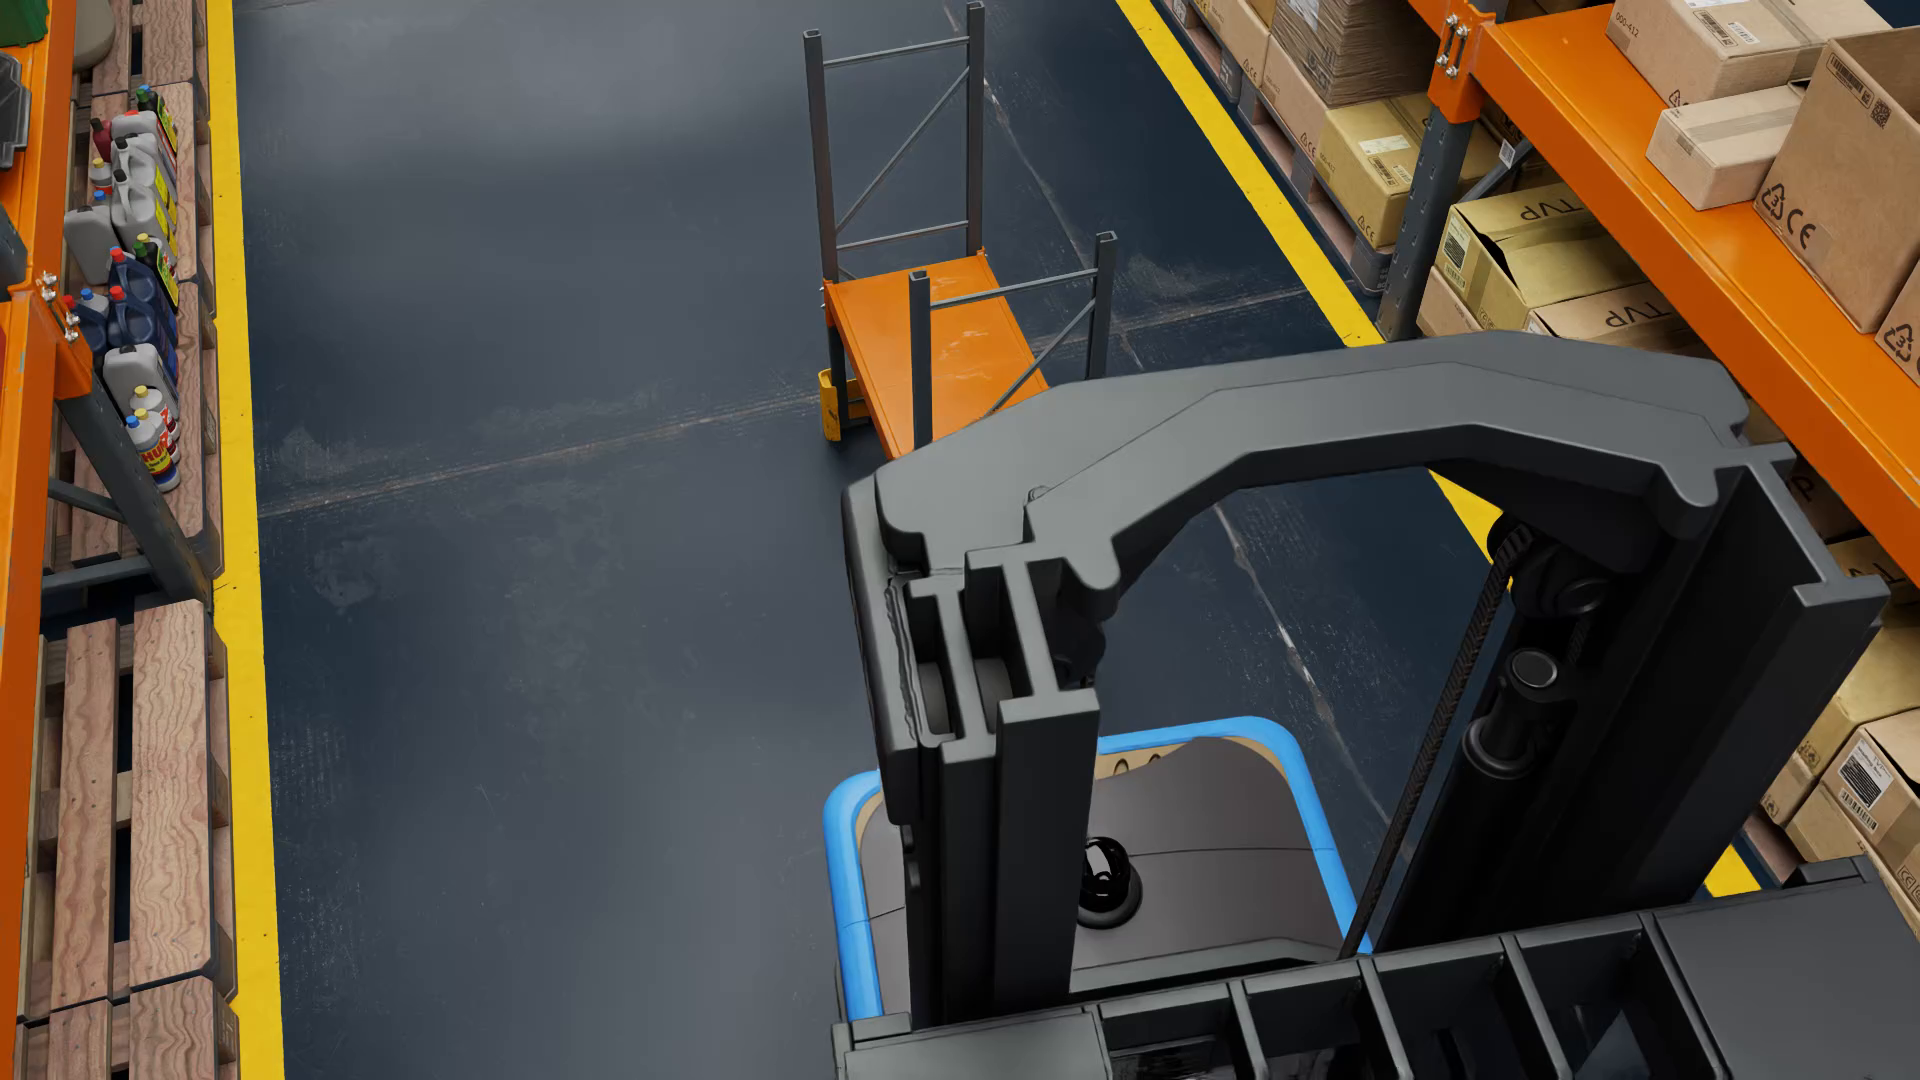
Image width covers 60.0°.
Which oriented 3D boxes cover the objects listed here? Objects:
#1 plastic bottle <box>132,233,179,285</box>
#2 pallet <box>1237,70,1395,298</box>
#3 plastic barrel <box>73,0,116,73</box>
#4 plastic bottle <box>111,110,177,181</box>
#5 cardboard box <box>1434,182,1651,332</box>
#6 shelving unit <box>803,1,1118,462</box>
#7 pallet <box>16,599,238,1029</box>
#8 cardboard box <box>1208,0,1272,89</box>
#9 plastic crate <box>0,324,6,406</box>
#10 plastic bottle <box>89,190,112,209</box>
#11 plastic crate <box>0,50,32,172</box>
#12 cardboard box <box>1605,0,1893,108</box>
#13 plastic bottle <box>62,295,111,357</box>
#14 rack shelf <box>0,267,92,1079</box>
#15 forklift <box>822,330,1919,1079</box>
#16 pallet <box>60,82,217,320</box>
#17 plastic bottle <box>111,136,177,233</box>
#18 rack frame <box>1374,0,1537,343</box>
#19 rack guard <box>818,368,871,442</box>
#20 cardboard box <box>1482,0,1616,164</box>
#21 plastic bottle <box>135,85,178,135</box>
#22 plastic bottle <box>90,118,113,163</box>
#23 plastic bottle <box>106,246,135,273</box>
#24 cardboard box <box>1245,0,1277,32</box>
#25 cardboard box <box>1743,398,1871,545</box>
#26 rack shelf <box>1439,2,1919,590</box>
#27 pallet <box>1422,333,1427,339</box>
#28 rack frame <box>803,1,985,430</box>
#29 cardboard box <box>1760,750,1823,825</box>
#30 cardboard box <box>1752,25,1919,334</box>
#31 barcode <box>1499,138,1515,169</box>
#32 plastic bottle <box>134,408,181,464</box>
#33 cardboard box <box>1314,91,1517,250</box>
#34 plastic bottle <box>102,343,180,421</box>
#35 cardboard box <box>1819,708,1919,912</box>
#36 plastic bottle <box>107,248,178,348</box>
[{"bbox_3d":[-2.731,-0.948,5.630,0.097,0.201,0.097,0,50,0],"label":"plastic bottle"},{"bbox_3d":[1.766,-1.484,6.363,1.003,0.211,1.213,-13,51,-11],"label":"pallet"},{"bbox_3d":[-3.538,-2.101,6.412,0.421,0.512,0.421,0,50,0],"label":"plastic barrel"},{"bbox_3d":[-2.944,-1.428,5.986,0.152,0.276,0.135,-13,51,-11],"label":"plastic bottle"},{"bbox_3d":[1.846,-0.864,5.174,0.500,0.311,0.500,-13,51,-11],"label":"cardboard box"},{"bbox_3d":[-0.023,-0.539,4.724,0.587,1.500,1.083,-13,51,-11],"label":"shelving unit"},{"bbox_3d":[-2.502,0.788,4.447,1.003,0.211,1.213,-13,51,-11],"label":"pallet"},{"bbox_3d":[1.315,-2.060,6.549,0.500,0.250,0.500,-13,51,-11],"label":"cardboard box"},{"bbox_3d":[-2.336,-0.411,3.593,0.402,0.464,0.583,-13,51,-11],"label":"plastic crate"},{"bbox_3d":[-2.953,-1.123,5.778,0.097,0.201,0.097,0,50,0],"label":"plastic bottle"},{"bbox_3d":[-2.805,-1.066,4.228,0.767,0.338,0.504,-13,51,-11],"label":"plastic crate"},{"bbox_3d":[2.149,-1.395,4.562,0.500,0.250,0.500,-10,51,-9],"label":"cardboard box"},{"bbox_3d":[-2.751,-0.614,5.251,0.144,0.351,0.185,-13,51,-11],"label":"plastic bottle"},{"bbox_3d":[-2.180,1.017,2.901,1.077,0.370,4.000,-13,51,-11],"label":"rack shelf"},{"bbox_3d":[0.460,1.288,2.247,1.130,2.935,3.031,-8,50,-6],"label":"forklift"},{"bbox_3d":[-3.295,-1.169,6.098,1.003,0.211,1.213,-13,51,-11],"label":"pallet"},{"bbox_3d":[-2.850,-1.231,5.771,0.144,0.351,0.185,-11,51,-9],"label":"plastic bottle"},{"bbox_3d":[1.962,-1.793,4.799,1.000,3.000,0.127,-13,51,-11],"label":"rack frame"},{"bbox_3d":[-0.170,-0.500,5.508,0.587,0.250,0.087,-13,51,-11],"label":"rack guard"},{"bbox_3d":[2.124,-1.693,5.748,0.500,0.500,0.500,-13,51,-11],"label":"cardboard box"},{"bbox_3d":[-2.992,-1.594,6.175,0.097,0.201,0.097,0,50,0],"label":"plastic bottle"},{"bbox_3d":[-3.046,-1.406,5.962,0.061,0.283,0.133,-13,51,-11],"label":"plastic bottle"},{"bbox_3d":[-2.749,-0.858,5.508,0.097,0.271,0.097,0,50,0],"label":"plastic bottle"},{"bbox_3d":[1.327,-2.305,6.264,0.500,0.500,0.500,-13,51,-11],"label":"cardboard box"},{"bbox_3d":[2.143,-0.120,4.546,0.500,0.311,0.500,-15,51,-12],"label":"cardboard box"},{"bbox_3d":[2.553,-0.100,3.843,1.077,0.370,4.000,-13,51,-11],"label":"rack shelf"},{"bbox_3d":[2.217,-0.365,5.419,1.003,0.211,1.213,-13,51,-11],"label":"pallet"},{"bbox_3d":[-0.176,-0.917,5.042,0.500,1.500,0.032,-13,51,-11],"label":"rack frame"},{"bbox_3d":[2.299,0.432,4.448,0.500,0.250,0.500,-12,51,-10],"label":"cardboard box"},{"bbox_3d":[2.329,-0.875,3.961,0.500,0.500,0.500,-10,51,-8],"label":"cardboard box"},{"bbox_3d":[1.639,-1.158,4.983,0.001,0.075,0.075,-13,51,-11],"label":"barcode"},{"bbox_3d":[-2.477,-0.321,5.101,0.097,0.201,0.097,0,50,0],"label":"plastic bottle"},{"bbox_3d":[1.616,-1.331,5.934,0.500,0.250,0.500,-13,51,-11],"label":"cardboard box"},{"bbox_3d":[-2.569,-0.501,5.204,0.152,0.276,0.135,-12,51,-10],"label":"plastic bottle"},{"bbox_3d":[2.448,0.625,3.918,0.500,0.311,0.500,-14,51,-11],"label":"cardboard box"},{"bbox_3d":[-2.669,-0.785,5.394,0.144,0.351,0.185,-15,52,-13],"label":"plastic bottle"}]
